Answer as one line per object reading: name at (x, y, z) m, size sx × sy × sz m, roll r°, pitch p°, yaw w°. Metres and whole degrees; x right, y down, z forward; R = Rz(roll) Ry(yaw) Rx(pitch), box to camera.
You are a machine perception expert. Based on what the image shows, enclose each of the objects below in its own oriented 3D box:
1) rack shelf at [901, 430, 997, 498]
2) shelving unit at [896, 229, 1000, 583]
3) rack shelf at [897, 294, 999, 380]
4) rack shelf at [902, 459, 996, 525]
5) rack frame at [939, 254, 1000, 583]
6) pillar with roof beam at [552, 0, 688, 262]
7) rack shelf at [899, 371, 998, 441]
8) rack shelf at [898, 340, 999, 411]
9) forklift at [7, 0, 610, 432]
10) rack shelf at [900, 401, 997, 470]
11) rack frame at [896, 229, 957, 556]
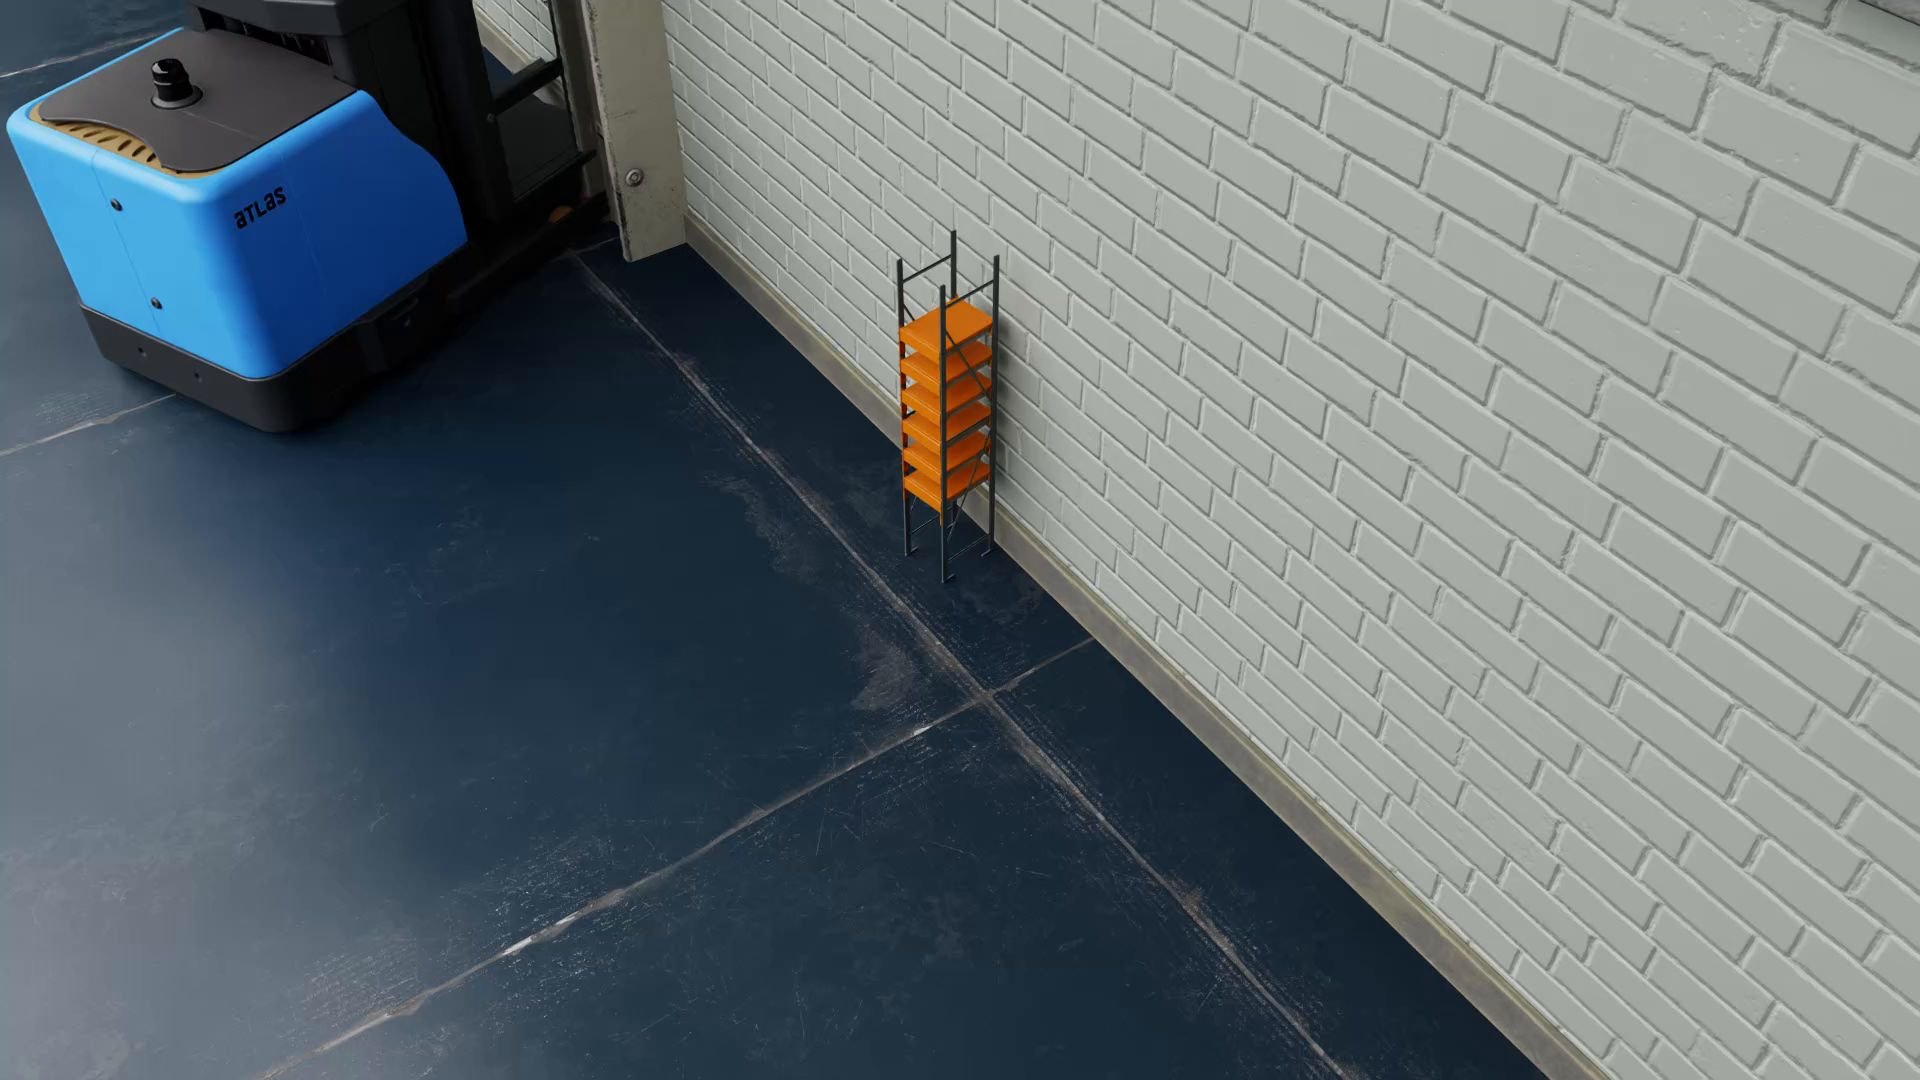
rack shelf at (-0.035, -0.274, 5.405) m, size 0.258 × 0.103 × 0.180 m, roll -34°, pitch 53°, yaw -30°
shelving unit at (-0.035, -0.393, 5.292) m, size 0.258 × 1.200 × 0.189 m, roll -34°, pitch 53°, yaw -30°
rack shelf at (-0.035, -0.622, 5.075) m, size 0.258 × 0.103 × 0.180 m, roll -34°, pitch 53°, yaw -30°
rack shelf at (-0.035, -0.187, 5.488) m, size 0.258 × 0.103 × 0.180 m, roll -34°, pitch 53°, yaw -30°
rack frame at (0.028, -0.348, 5.244) m, size 0.240 × 1.200 × 0.006 m, roll -34°, pitch 53°, yaw -30°
pillar with roof beam at (-4.904, -2.889, 2.259) m, size 9.100 × 9.000 × 0.400 m, roll -26°, pitch 49°, yaw -24°
rack shelf at (-0.035, -0.448, 5.240) m, size 0.258 × 0.103 × 0.180 m, roll -34°, pitch 53°, yaw -30°
rack shelf at (-0.035, -0.535, 5.157) m, size 0.258 × 0.103 × 0.180 m, roll -34°, pitch 53°, yaw -30°
forklift at (-2.139, -2.456, 6.200) m, size 1.130 × 2.935 × 3.031 m, roll 22°, pitch 48°, yaw 22°
rack shelf at (-0.035, -0.361, 5.323) m, size 0.258 × 0.103 × 0.180 m, roll -34°, pitch 53°, yaw -30°
rack frame at (-0.099, -0.438, 5.340) m, size 0.240 × 1.200 × 0.006 m, roll -34°, pitch 53°, yaw -30°
